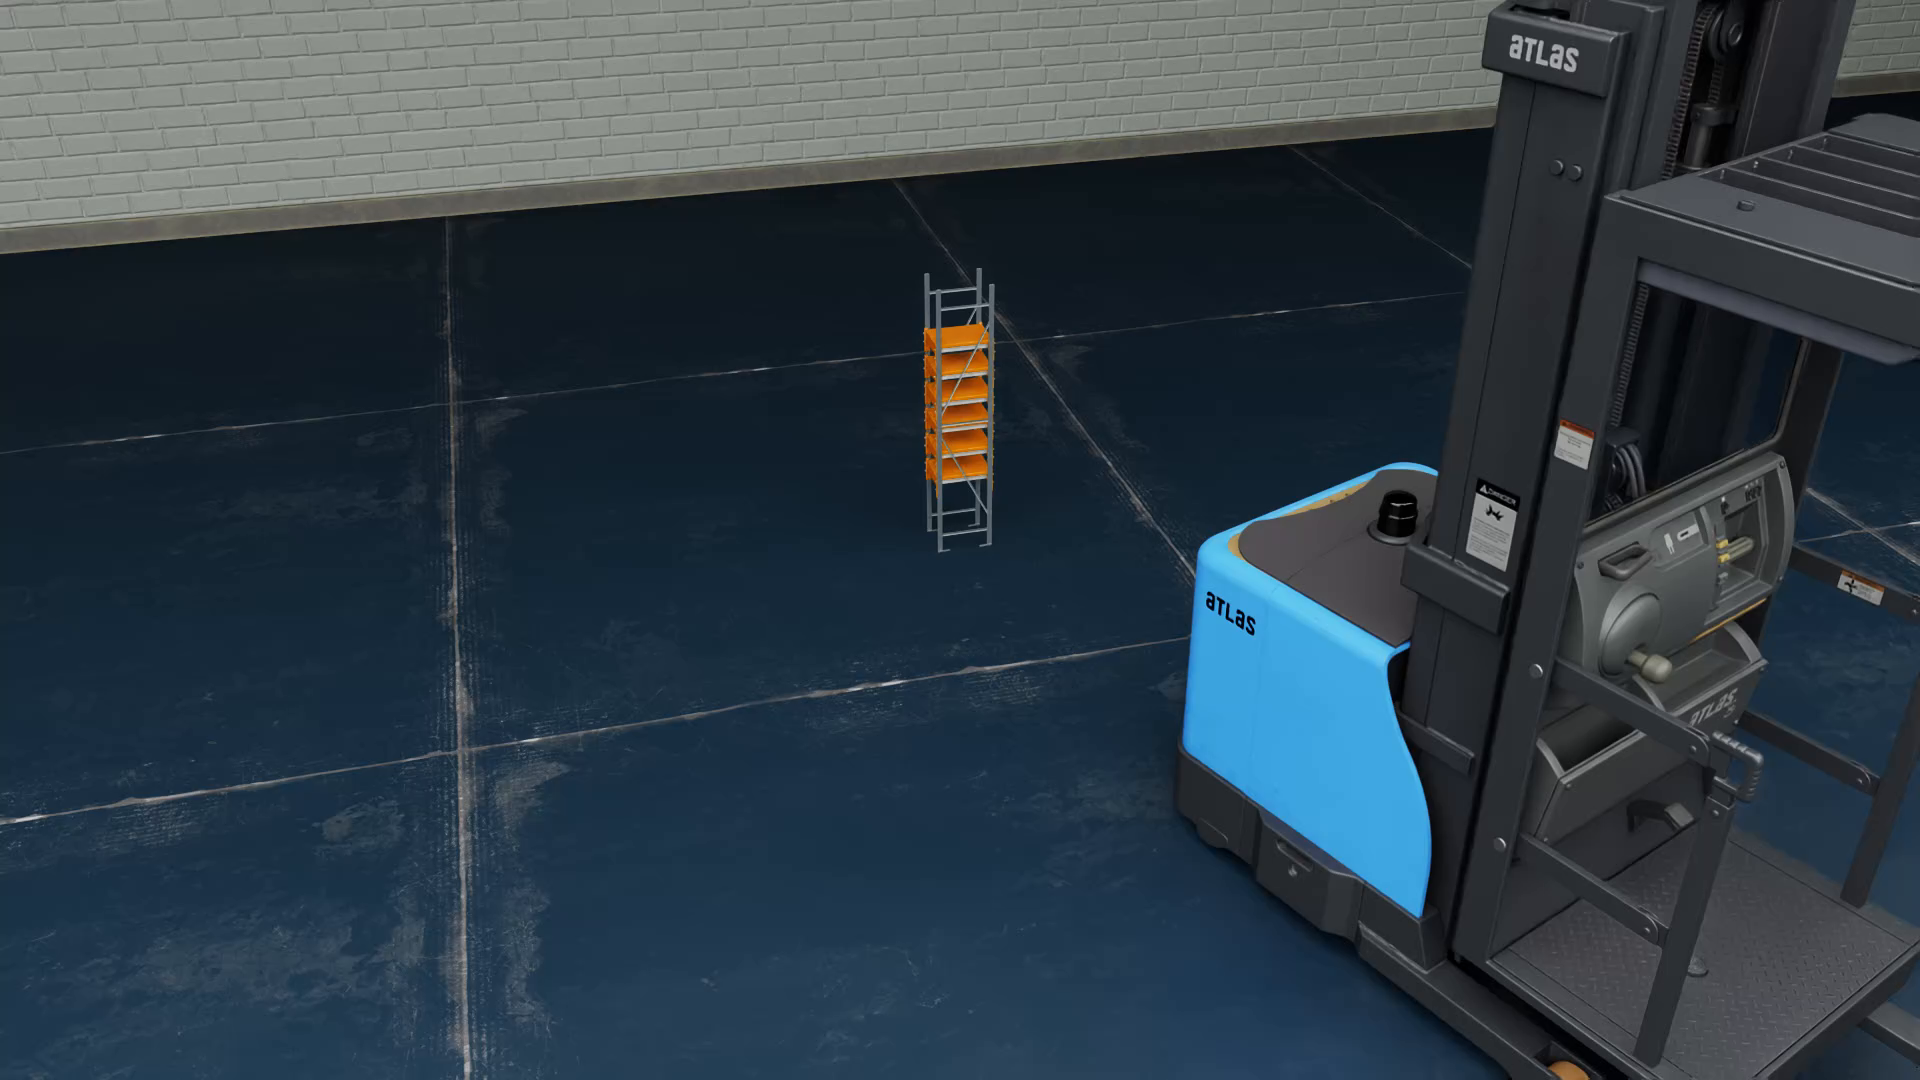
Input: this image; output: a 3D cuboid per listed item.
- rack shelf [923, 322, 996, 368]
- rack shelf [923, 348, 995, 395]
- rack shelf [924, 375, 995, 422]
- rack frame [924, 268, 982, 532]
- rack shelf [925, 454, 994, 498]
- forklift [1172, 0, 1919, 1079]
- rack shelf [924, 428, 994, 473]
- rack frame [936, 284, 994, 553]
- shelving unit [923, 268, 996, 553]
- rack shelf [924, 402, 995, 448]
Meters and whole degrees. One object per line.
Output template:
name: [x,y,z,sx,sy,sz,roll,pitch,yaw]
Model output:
rack shelf: [-0.004,-0.799,6.803,0.258,0.103,0.180,-8,31,-13]
rack shelf: [-0.004,-0.696,6.864,0.258,0.103,0.180,-8,31,-13]
rack shelf: [-0.004,-0.592,6.924,0.258,0.103,0.180,-8,31,-13]
rack frame: [-0.028,-0.570,7.038,0.240,1.200,0.006,-8,31,-13]
rack shelf: [-0.004,-0.280,7.104,0.258,0.103,0.180,-8,31,-13]
forklift: [1.991,0.115,4.125,1.130,2.935,3.031,-20,36,-31]
rack shelf: [-0.004,-0.384,7.044,0.258,0.103,0.180,-8,31,-13]
rack frame: [0.020,-0.482,6.885,0.240,1.200,0.006,-8,31,-13]
shelving unit: [-0.004,-0.526,6.962,0.258,1.200,0.189,-8,31,-13]
rack shelf: [-0.004,-0.488,6.984,0.258,0.103,0.180,-8,31,-13]
